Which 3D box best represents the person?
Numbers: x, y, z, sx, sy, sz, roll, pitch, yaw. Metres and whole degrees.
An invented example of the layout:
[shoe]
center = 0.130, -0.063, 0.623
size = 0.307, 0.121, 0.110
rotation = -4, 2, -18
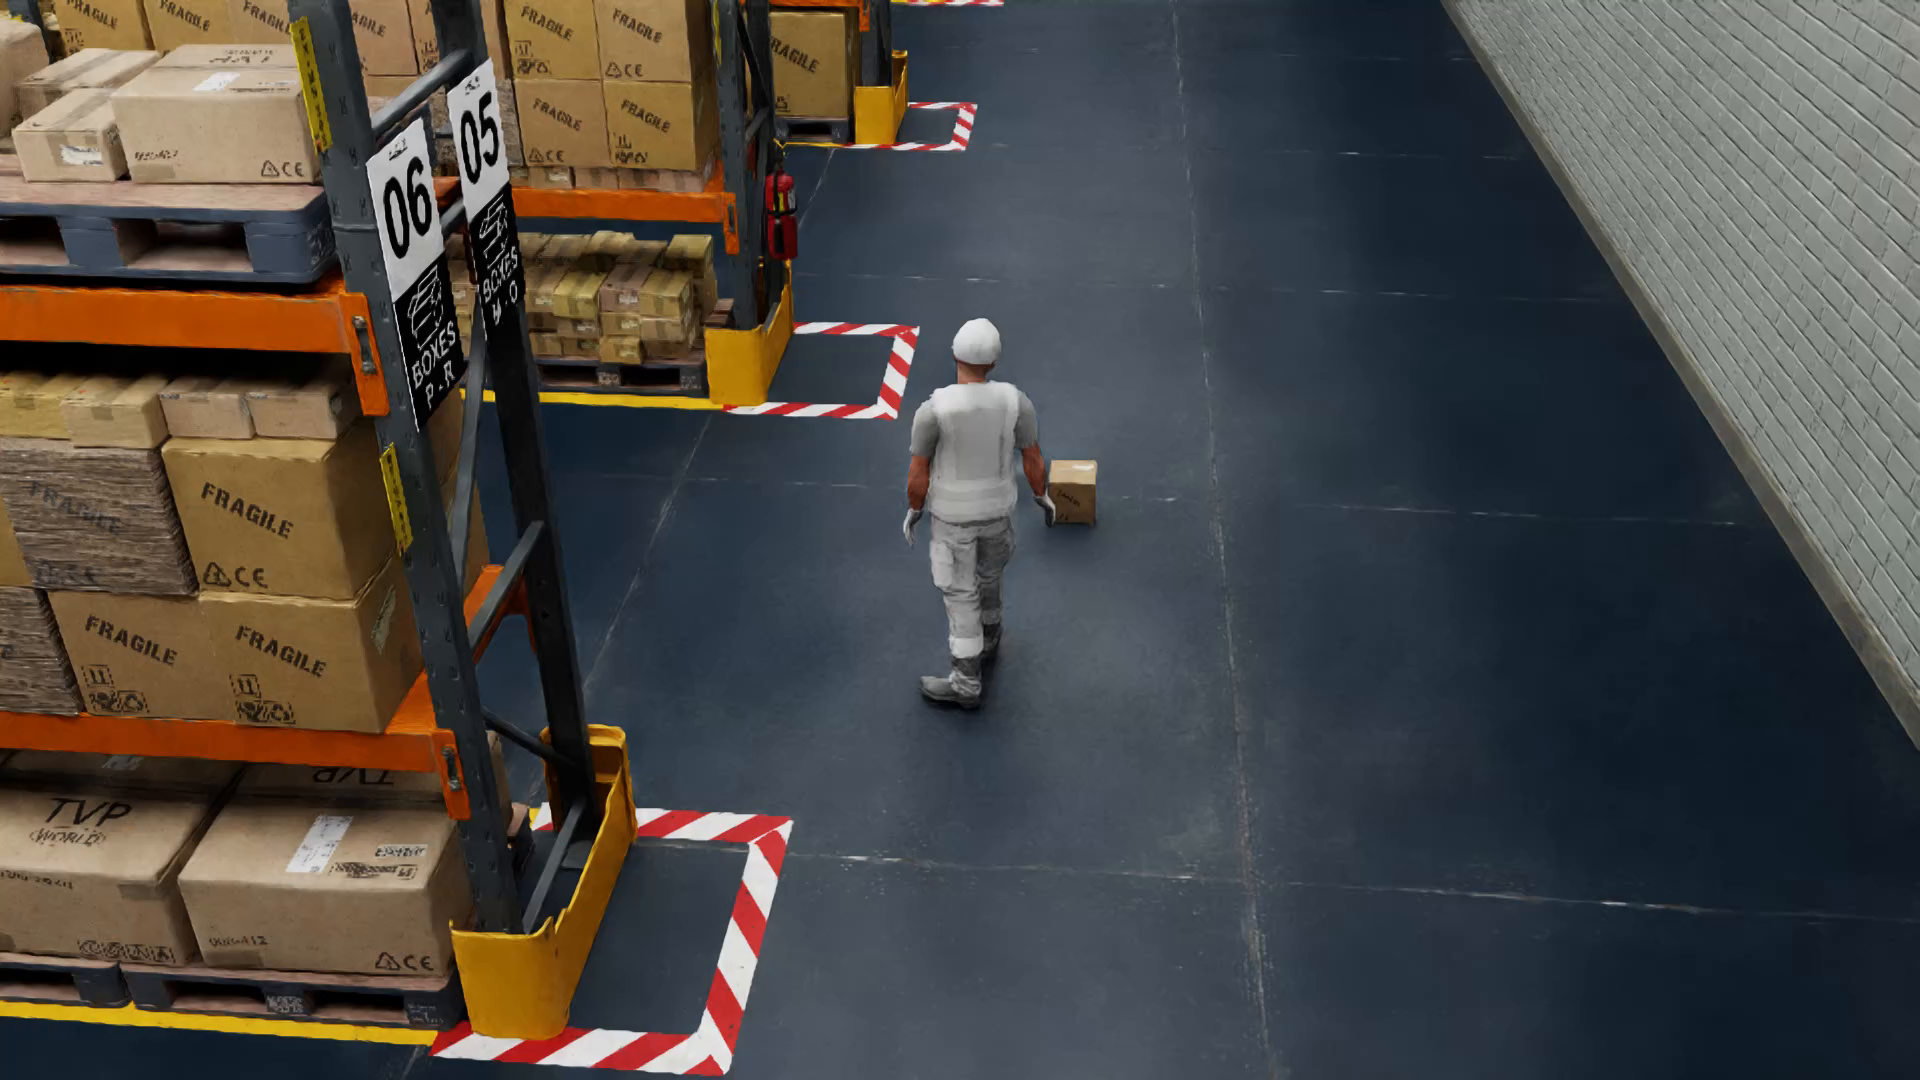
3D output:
[person]
center = 0.078, -0.159, 7.361
size = 0.693, 1.789, 0.639
rotation = -10, 33, -16
